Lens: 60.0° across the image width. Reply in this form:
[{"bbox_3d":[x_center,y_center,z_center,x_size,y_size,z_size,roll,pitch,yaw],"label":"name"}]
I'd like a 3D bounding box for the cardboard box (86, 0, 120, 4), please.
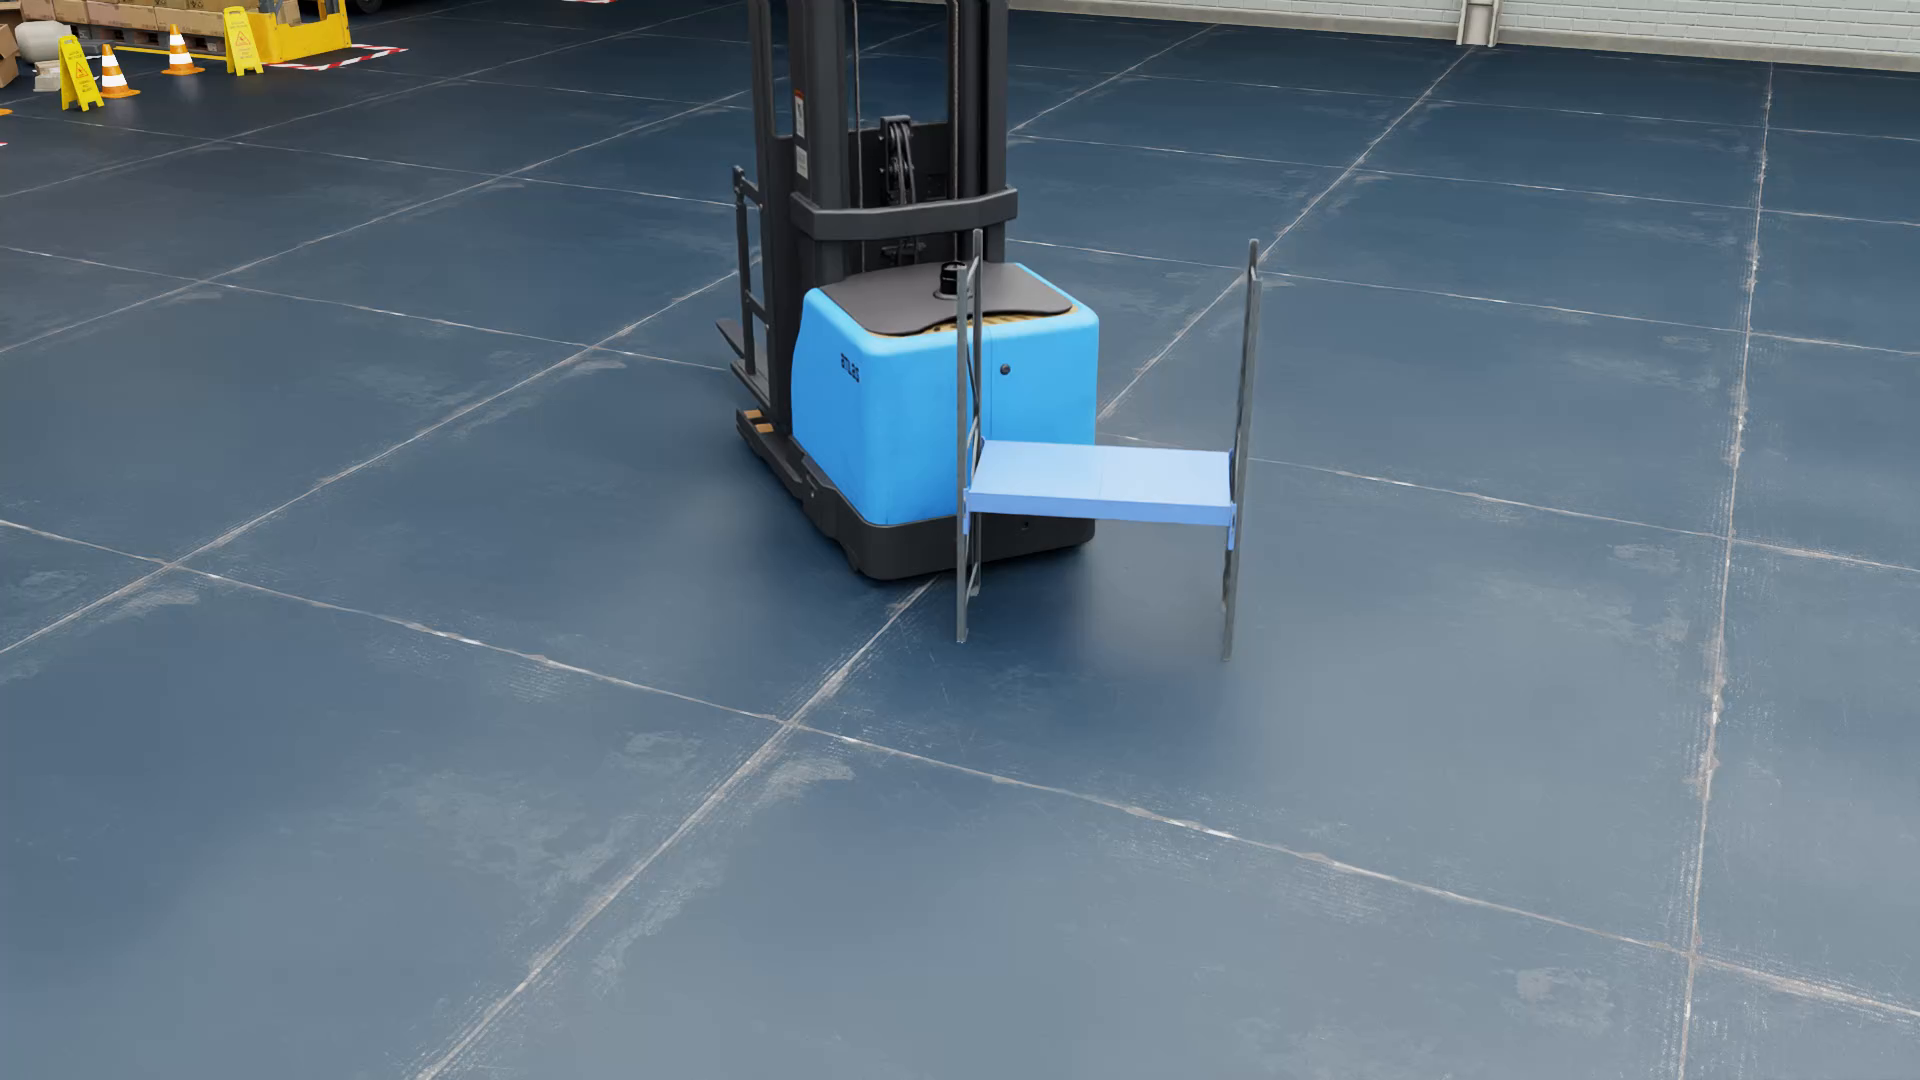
[{"bbox_3d":[-9.241,-6.176,18.186,0.500,0.500,0.500,13,29,24],"label":"cardboard box"}]

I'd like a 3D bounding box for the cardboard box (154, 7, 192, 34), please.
[{"bbox_3d":[-8.304,-5.651,17.969,0.500,0.250,0.500,11,28,22],"label":"cardboard box"}]

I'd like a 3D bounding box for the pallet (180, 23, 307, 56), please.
[{"bbox_3d":[-7.782,-5.484,18.149,1.213,0.211,1.003,11,28,22],"label":"pallet"}]

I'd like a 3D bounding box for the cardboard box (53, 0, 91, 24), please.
[{"bbox_3d":[-9.713,-5.935,18.546,0.500,0.250,0.500,13,29,25],"label":"cardboard box"}]

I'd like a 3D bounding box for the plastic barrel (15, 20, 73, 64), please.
[{"bbox_3d":[-9.495,-5.171,17.274,0.512,0.421,0.421,-12,29,-23],"label":"plastic barrel"}]

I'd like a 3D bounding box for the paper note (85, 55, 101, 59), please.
[{"bbox_3d":[-9.197,-5.119,17.613,0.148,0.019,0.142,2,26,4],"label":"paper note"}]

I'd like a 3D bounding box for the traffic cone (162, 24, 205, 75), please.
[{"bbox_3d":[-7.913,-4.980,16.841,0.334,0.463,0.336,11,28,22],"label":"traffic cone"}]

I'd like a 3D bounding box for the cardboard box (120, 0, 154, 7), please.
[{"bbox_3d":[-8.758,-6.080,17.992,0.500,0.500,0.500,11,28,21],"label":"cardboard box"}]

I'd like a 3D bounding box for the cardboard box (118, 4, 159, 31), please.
[{"bbox_3d":[-8.782,-5.744,18.158,0.500,0.250,0.500,10,28,20],"label":"cardboard box"}]

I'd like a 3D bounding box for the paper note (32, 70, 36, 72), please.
[{"bbox_3d":[-9.384,-4.809,16.996,0.142,0.019,0.148,23,35,39],"label":"paper note"}]

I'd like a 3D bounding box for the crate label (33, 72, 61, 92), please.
[{"bbox_3d":[-8.805,-4.444,16.122,0.298,0.136,0.250,-2,26,-5],"label":"crate label"}]

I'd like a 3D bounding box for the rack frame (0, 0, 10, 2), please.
[{"bbox_3d":[-10.629,-7.290,18.660,0.127,3.000,1.000,11,28,22],"label":"rack frame"}]

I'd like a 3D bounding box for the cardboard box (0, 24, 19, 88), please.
[{"bbox_3d":[-9.635,-4.741,16.311,0.637,0.503,0.797,-7,27,-14],"label":"cardboard box"}]

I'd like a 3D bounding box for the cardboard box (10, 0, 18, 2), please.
[{"bbox_3d":[-11.108,-6.394,19.341,0.625,0.372,0.950,12,29,22],"label":"cardboard box"}]

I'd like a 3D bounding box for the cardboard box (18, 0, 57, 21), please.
[{"bbox_3d":[-10.204,-6.028,18.735,0.500,0.250,0.500,10,28,19],"label":"cardboard box"}]

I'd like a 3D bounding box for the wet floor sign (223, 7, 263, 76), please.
[{"bbox_3d":[-7.258,-5.037,16.750,0.232,0.644,0.267,23,35,39],"label":"wet floor sign"}]

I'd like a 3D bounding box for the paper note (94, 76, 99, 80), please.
[{"bbox_3d":[-8.673,-4.599,16.556,0.142,0.019,0.148,2,26,4],"label":"paper note"}]

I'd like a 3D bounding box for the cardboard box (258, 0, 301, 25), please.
[{"bbox_3d":[-7.608,-5.772,18.215,0.500,0.250,0.500,11,28,21],"label":"cardboard box"}]

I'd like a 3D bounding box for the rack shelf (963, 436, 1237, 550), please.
[{"bbox_3d":[0.540,-0.187,6.340,1.000,0.185,0.538,3,26,7],"label":"rack shelf"}]

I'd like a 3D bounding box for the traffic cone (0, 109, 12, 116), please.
[{"bbox_3d":[-8.841,-4.079,15.012,0.334,0.463,0.336,11,28,22],"label":"traffic cone"}]

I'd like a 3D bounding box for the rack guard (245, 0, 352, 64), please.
[{"bbox_3d":[-7.057,-5.451,17.755,0.348,0.500,1.175,11,28,22],"label":"rack guard"}]

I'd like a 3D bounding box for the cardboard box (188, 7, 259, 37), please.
[{"bbox_3d":[-7.857,-5.557,17.779,0.500,0.250,0.500,11,28,22],"label":"cardboard box"}]

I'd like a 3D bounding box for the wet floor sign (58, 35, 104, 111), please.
[{"bbox_3d":[-8.099,-4.284,15.221,0.232,0.644,0.267,6,27,13],"label":"wet floor sign"}]

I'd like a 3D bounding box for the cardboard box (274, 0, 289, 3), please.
[{"bbox_3d":[-7.630,-6.112,18.057,0.500,0.500,0.500,10,28,20],"label":"cardboard box"}]

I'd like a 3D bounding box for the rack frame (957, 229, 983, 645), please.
[{"bbox_3d":[0.037,-0.378,6.321,0.032,1.500,0.500,3,26,7],"label":"rack frame"}]

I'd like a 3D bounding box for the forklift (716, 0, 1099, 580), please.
[{"bbox_3d":[-0.458,-1.780,7.546,1.130,2.935,3.031,-11,28,-20],"label":"forklift"}]

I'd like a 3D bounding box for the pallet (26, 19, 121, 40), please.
[{"bbox_3d":[-10.003,-5.930,19.055,1.213,0.211,1.003,11,28,22],"label":"pallet"}]

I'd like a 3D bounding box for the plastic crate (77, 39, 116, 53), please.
[{"bbox_3d":[-9.540,-5.363,18.052,0.583,0.080,0.402,2,26,4],"label":"plastic crate"}]

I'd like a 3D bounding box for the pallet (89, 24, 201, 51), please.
[{"bbox_3d":[-8.889,-5.708,18.604,1.213,0.211,1.003,11,28,22],"label":"pallet"}]

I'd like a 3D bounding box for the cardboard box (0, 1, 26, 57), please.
[{"bbox_3d":[-10.217,-5.426,17.702,0.500,0.500,0.500,-12,29,-23],"label":"cardboard box"}]

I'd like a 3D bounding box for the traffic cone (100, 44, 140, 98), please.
[{"bbox_3d":[-8.063,-4.472,15.808,0.334,0.463,0.336,11,28,22],"label":"traffic cone"}]

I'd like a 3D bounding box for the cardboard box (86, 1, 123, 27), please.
[{"bbox_3d":[-9.229,-5.839,18.351,0.500,0.250,0.500,11,28,21],"label":"cardboard box"}]

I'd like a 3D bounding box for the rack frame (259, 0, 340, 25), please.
[{"bbox_3d":[-6.988,-6.558,17.175,0.127,3.000,1.000,11,28,22],"label":"rack frame"}]

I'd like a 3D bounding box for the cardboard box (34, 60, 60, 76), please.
[{"bbox_3d":[-9.017,-4.707,16.641,0.380,0.149,0.250,-18,31,-31],"label":"cardboard box"}]

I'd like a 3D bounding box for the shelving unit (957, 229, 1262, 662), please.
[{"bbox_3d":[0.540,-0.349,6.260,1.048,1.500,0.538,3,26,7],"label":"shelving unit"}]

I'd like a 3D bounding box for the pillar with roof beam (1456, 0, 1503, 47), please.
[{"bbox_3d":[3.944,-7.811,12.927,0.400,9.000,9.100,11,28,22],"label":"pillar with roof beam"}]

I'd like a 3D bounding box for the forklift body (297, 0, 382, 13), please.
[{"bbox_3d":[-7.418,-7.787,20.632,1.214,2.155,2.313,11,28,22],"label":"forklift body"}]

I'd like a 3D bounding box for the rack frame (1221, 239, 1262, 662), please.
[{"bbox_3d":[1.044,-0.319,6.199,0.032,1.500,0.500,3,26,7],"label":"rack frame"}]

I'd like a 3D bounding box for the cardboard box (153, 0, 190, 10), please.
[{"bbox_3d":[-8.302,-5.985,17.799,0.500,0.500,0.500,12,29,24],"label":"cardboard box"}]

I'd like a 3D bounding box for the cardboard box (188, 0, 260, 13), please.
[{"bbox_3d":[-7.825,-5.891,17.608,0.500,0.500,0.500,12,28,22],"label":"cardboard box"}]
